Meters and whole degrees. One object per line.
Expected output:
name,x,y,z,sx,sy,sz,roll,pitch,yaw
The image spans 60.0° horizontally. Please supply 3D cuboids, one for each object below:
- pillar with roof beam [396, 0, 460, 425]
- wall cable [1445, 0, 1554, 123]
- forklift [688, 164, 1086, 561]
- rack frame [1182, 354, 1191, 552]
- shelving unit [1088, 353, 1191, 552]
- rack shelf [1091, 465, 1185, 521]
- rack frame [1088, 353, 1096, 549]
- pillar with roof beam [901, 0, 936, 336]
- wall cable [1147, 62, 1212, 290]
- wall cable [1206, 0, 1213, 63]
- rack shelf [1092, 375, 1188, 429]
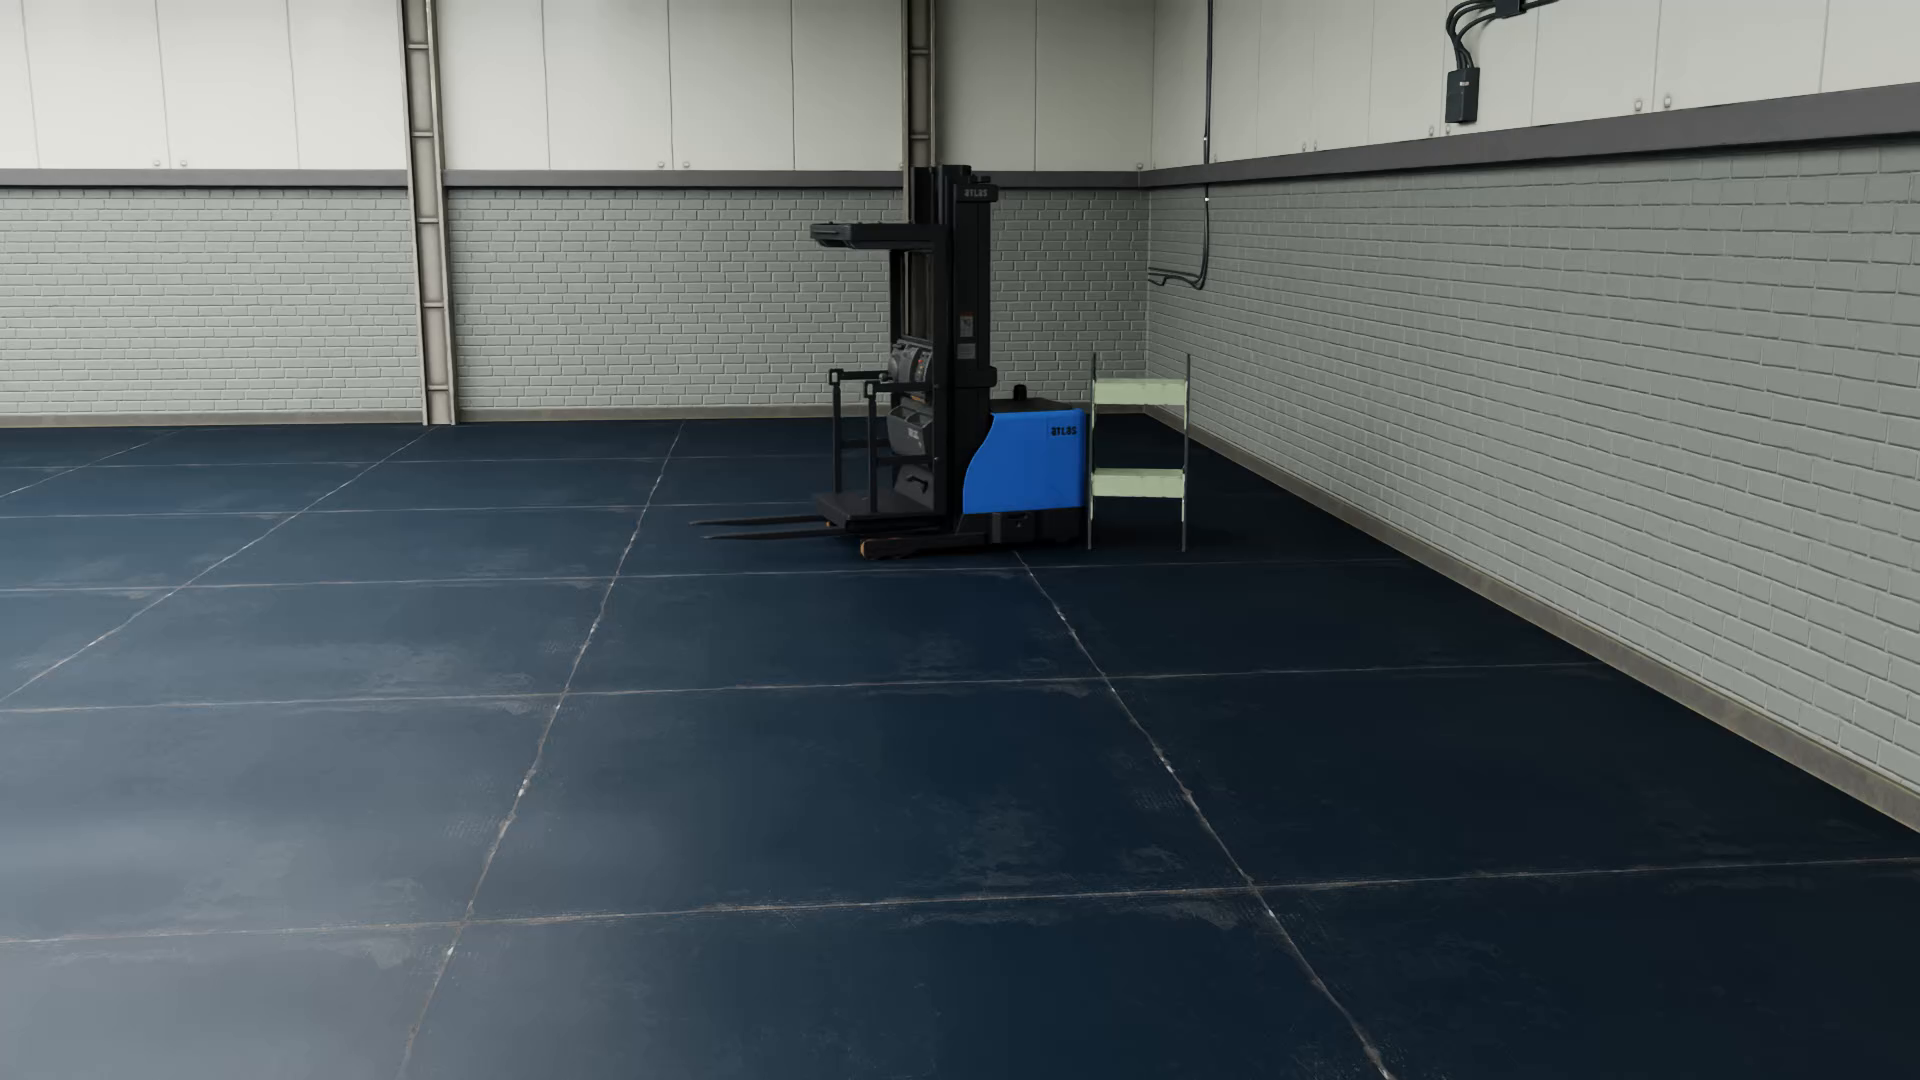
pillar with roof beam,-6.014,-5.049,15.720,0.400,9.000,9.100,-1,11,-6
wall cable,3.567,-5.655,9.987,0.169,6.003,2.305,-1,11,-6
forklift,-0.572,-1.394,12.862,3.031,2.935,1.130,-4,12,-19
rack frame,1.764,-0.684,12.958,0.023,1.500,0.400,1,11,7
shelving unit,1.401,-0.693,13.004,0.755,1.500,0.431,1,11,7
rack shelf,1.401,-0.373,13.067,0.720,0.370,0.431,1,11,7
rack frame,1.038,-0.702,13.050,0.023,1.500,0.400,1,11,7
pillar with roof beam,-0.049,-5.174,16.356,0.400,9.000,9.100,-1,11,-6
wall cable,2.558,-4.283,19.877,0.112,2.526,3.097,-1,11,-6
wall cable,2.850,-6.243,16.751,0.112,2.526,3.097,-1,11,-6
rack shelf,1.401,-1.076,12.928,0.720,0.370,0.431,1,11,7
